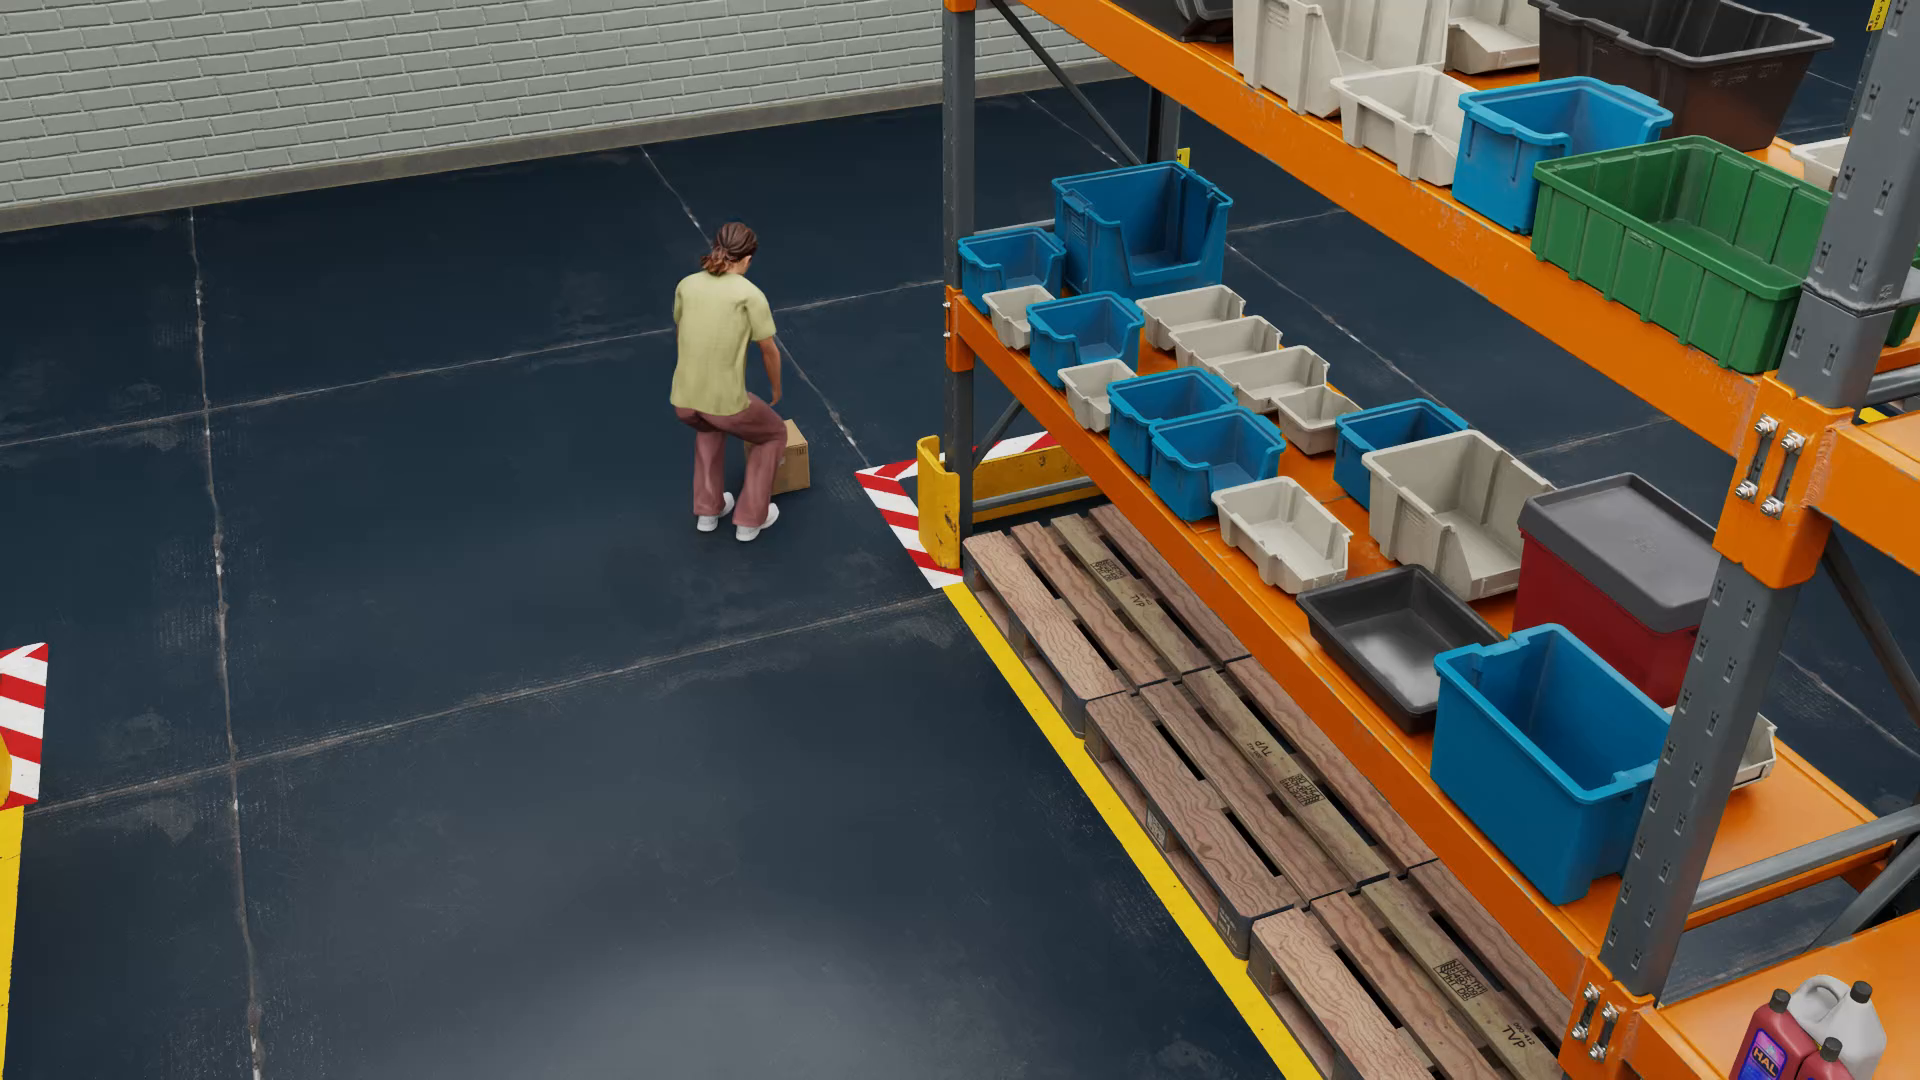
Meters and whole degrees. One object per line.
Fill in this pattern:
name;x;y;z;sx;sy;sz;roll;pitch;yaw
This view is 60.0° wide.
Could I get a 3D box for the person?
person;-1.058;-0.691;7.448;0.509;1.388;0.634;13;36;19
